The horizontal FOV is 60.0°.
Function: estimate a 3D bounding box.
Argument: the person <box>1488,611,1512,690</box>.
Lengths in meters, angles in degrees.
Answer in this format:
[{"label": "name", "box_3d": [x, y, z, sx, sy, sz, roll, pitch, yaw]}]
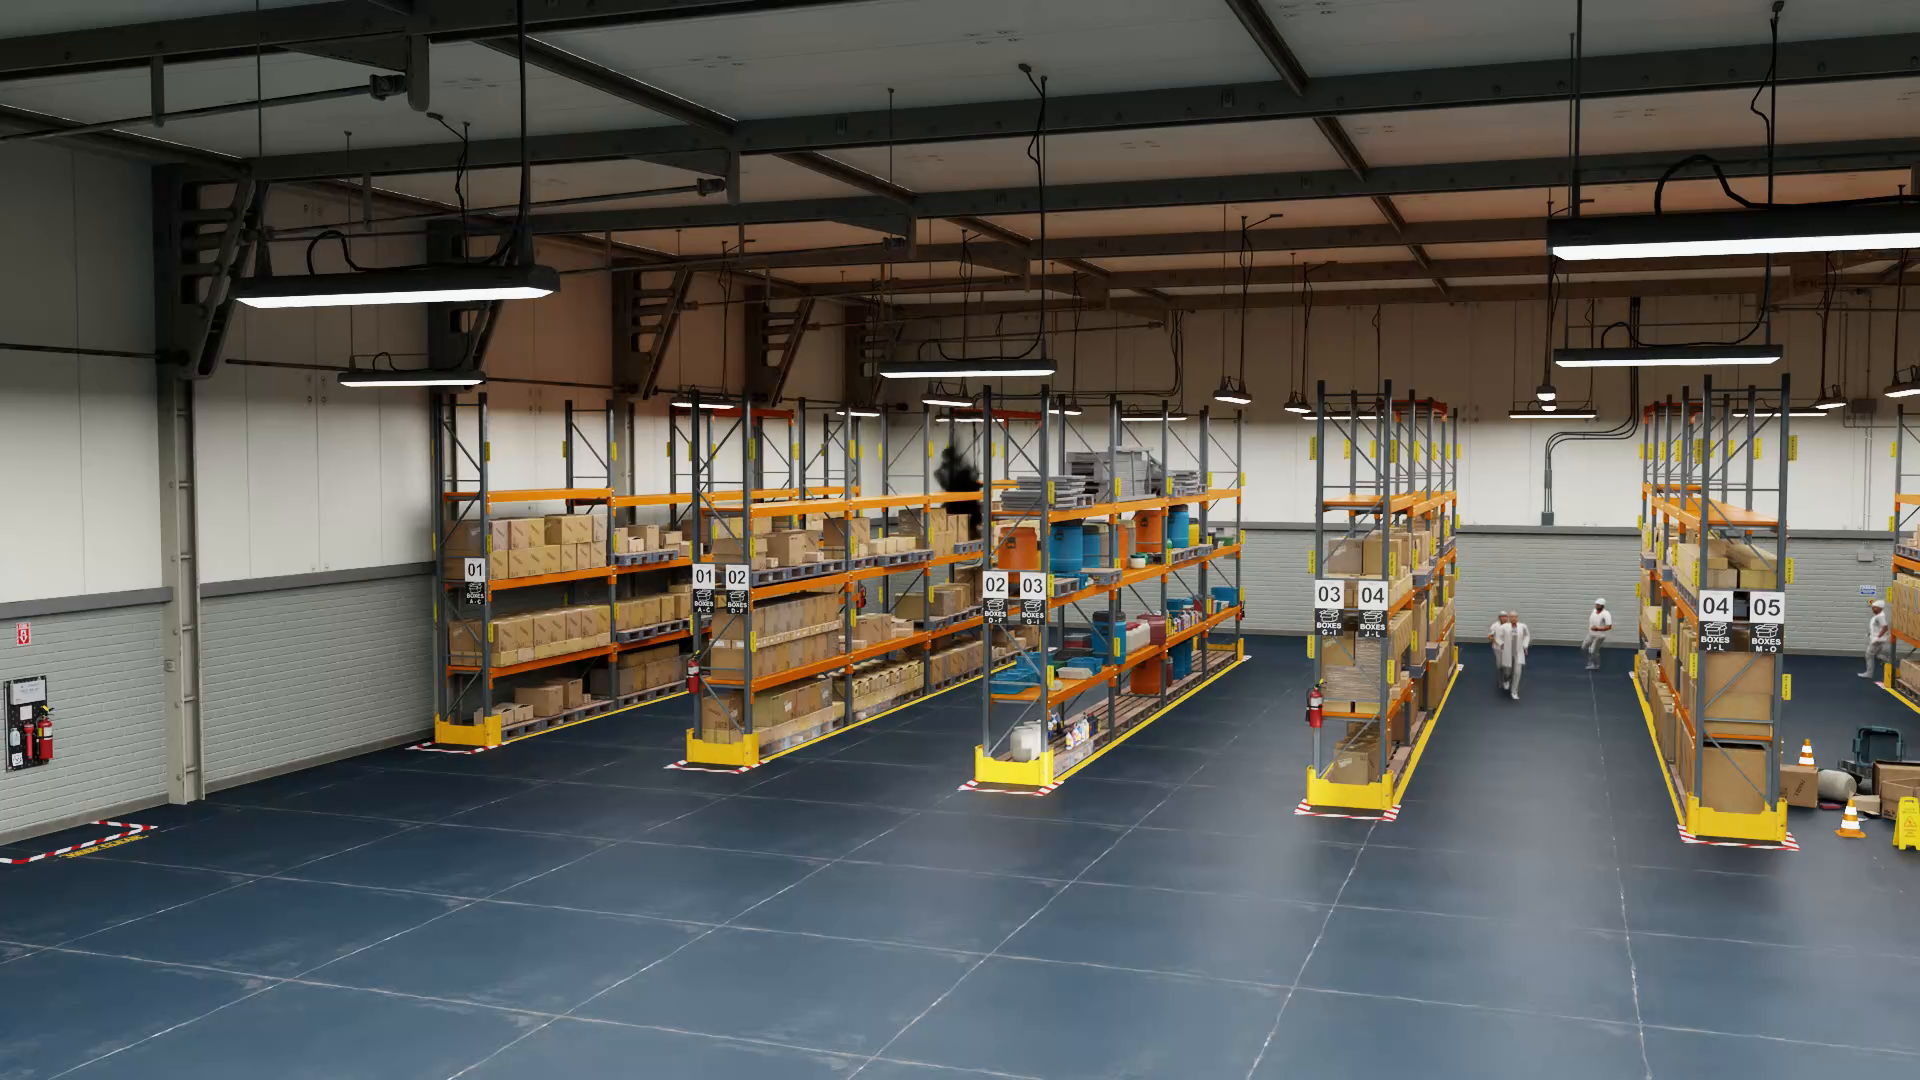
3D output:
[{"label": "person", "box_3d": [11.404, 2.323, 34.974, 0.578, 1.657, 0.633, 1, 3, 18]}]

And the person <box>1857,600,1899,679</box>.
[{"label": "person", "box_3d": [20.164, 2.193, 36.453, 0.815, 1.748, 0.731, 1, 3, 25]}]

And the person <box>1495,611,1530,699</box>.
[{"label": "person", "box_3d": [11.283, 2.326, 33.951, 0.699, 1.759, 0.911, 1, 3, 11]}]

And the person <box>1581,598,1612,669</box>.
[{"label": "person", "box_3d": [14.515, 2.144, 37.907, 0.544, 1.667, 0.782, -1, 3, -21]}]
